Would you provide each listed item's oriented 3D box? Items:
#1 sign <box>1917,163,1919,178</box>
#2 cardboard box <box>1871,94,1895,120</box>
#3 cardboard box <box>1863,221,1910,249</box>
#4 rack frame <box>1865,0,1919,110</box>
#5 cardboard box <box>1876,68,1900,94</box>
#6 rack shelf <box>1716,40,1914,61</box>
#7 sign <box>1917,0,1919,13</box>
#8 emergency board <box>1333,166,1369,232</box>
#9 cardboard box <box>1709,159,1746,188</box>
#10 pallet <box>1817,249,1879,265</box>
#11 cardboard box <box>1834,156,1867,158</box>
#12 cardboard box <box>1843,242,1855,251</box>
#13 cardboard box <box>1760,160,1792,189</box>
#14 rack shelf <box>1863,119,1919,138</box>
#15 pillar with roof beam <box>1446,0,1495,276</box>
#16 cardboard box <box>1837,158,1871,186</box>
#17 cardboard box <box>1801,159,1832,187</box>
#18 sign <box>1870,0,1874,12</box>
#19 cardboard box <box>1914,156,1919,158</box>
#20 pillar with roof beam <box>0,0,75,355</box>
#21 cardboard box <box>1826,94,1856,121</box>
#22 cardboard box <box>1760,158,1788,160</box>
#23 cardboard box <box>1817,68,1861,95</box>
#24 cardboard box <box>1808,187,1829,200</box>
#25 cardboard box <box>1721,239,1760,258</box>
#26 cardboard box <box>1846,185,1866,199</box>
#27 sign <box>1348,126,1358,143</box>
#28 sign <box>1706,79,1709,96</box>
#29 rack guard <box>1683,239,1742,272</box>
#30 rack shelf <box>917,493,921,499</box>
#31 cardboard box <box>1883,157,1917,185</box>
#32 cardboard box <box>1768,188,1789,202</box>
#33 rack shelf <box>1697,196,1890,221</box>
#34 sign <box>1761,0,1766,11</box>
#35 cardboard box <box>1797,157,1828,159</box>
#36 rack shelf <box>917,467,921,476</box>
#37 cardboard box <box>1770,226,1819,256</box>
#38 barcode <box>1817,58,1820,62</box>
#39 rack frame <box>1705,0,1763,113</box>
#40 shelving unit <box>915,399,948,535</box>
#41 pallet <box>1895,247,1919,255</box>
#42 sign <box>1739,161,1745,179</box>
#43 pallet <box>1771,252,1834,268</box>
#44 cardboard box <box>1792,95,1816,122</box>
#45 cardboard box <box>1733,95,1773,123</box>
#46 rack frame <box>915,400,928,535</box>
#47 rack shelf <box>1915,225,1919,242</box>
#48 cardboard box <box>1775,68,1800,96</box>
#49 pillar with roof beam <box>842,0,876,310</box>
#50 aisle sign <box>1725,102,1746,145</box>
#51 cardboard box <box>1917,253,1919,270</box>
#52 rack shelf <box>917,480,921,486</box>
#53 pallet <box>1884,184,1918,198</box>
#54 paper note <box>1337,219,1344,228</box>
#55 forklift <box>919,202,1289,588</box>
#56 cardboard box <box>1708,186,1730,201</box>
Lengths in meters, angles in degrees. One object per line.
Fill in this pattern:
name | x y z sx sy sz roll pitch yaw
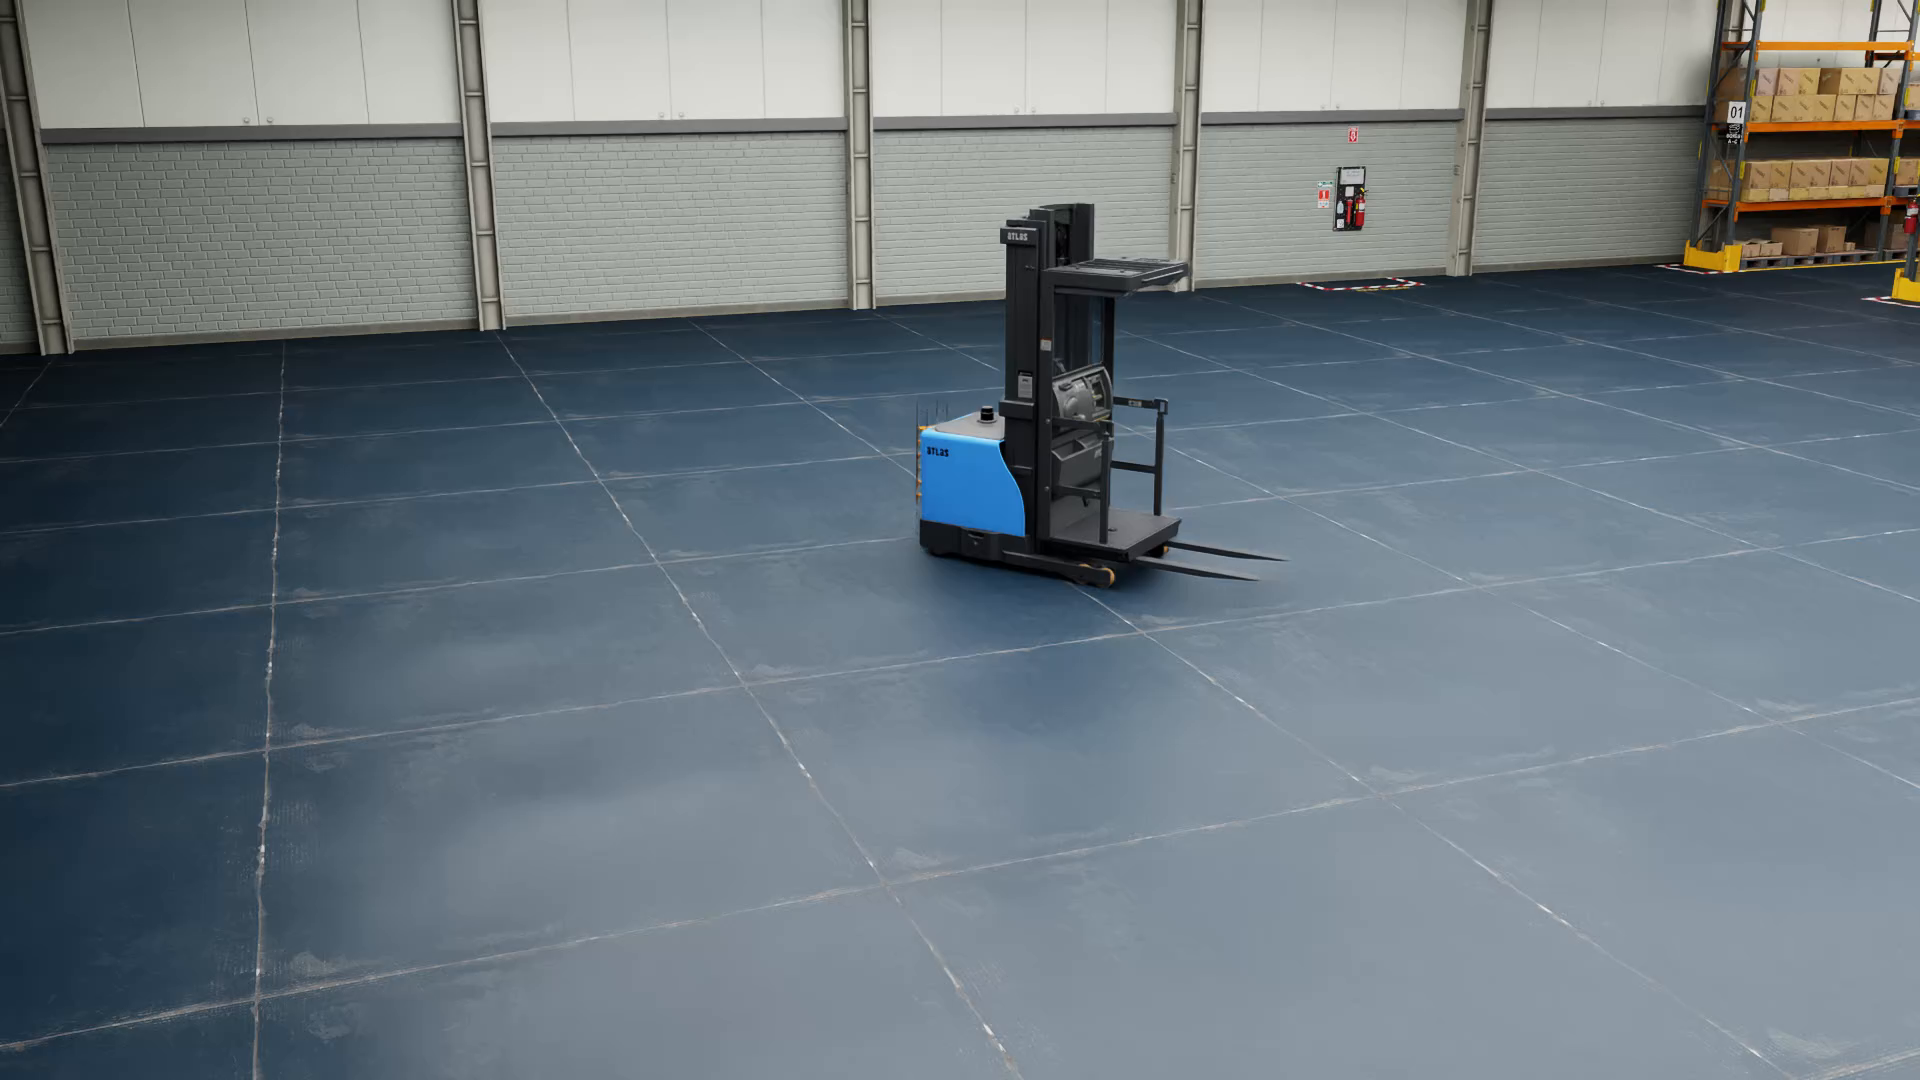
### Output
sign | 16.418 -6.343 28.401 0.005 0.325 0.100 -6 17 -20
cardboard box | 18.173 -8.617 33.081 0.500 0.500 0.500 -6 17 -19
cardboard box | 19.240 -6.327 34.475 0.500 0.500 0.700 -6 17 -18
rack frame | 18.558 -10.115 33.071 0.127 3.000 1.000 -6 17 -20
cardboard box | 18.188 -9.091 32.921 0.500 0.500 0.500 -8 18 -25
rack shelf | 16.691 -9.566 32.487 4.000 0.370 1.077 -6 17 -20
sign | 18.735 -10.456 32.436 0.005 0.325 0.100 -6 17 -20
emergency board | 7.243 -6.287 30.685 0.643 1.169 0.194 -6 17 -20
cardboard box | 15.187 -7.234 32.808 0.500 0.500 0.500 -6 18 -21
pallet | 17.944 -5.821 34.047 1.213 0.211 1.003 -6 17 -20
cardboard box | 18.045 -7.541 33.855 0.500 0.500 0.500 -7 18 -21
cardboard box | 18.070 -6.026 34.043 0.250 0.166 0.380 -9 18 -27
cardboard box | 15.842 -7.147 32.511 0.500 0.500 0.500 -6 17 -20
rack shelf | 20.426 -8.532 34.282 4.000 0.370 1.077 -6 17 -20
pillar with roof beam | 11.105 -8.272 26.796 0.400 9.000 9.100 -6 17 -20
cardboard box | 17.764 -7.353 33.213 0.500 0.500 0.500 -6 17 -20
cardboard box | 16.804 -7.252 32.871 0.500 0.500 0.500 -6 17 -18
sign | 18.354 -10.784 33.413 0.005 0.325 0.100 -6 17 -20
cardboard box | 20.174 -7.667 34.424 0.500 0.500 0.700 -4 17 -12
pillar with roof beam | -11.306 -5.852 18.557 0.400 9.000 9.100 -6 17 -20
cardboard box | 17.195 -8.504 32.696 0.500 0.500 0.500 -7 18 -22
cardboard box | 16.142 -7.335 33.154 0.500 0.500 0.500 -7 18 -22
cardboard box | 17.196 -8.978 32.535 0.500 0.500 0.500 -7 18 -22
cardboard box | 16.823 -6.893 32.977 0.500 0.250 0.500 -6 17 -20
cardboard box | 15.501 -5.800 33.017 0.500 0.311 0.500 -8 18 -26
cardboard box | 17.756 -6.998 33.337 0.500 0.250 0.500 -6 17 -20
sign | 7.200 -7.425 30.444 0.199 0.298 0.001 -6 17 -20
sign | 14.643 -8.845 32.500 0.005 0.325 0.100 -6 17 -20
rack guard | 14.894 -5.641 32.922 0.348 0.500 1.175 -6 17 -20
rack shelf | -0.258 -0.346 14.639 0.180 0.103 0.258 -6 16 -24
cardboard box | 19.046 -7.538 33.985 0.500 0.500 0.700 -6 17 -20
cardboard box | 15.872 -6.792 32.636 0.500 0.250 0.500 -7 18 -22
rack shelf | 16.691 -6.690 33.331 4.000 0.370 1.077 -6 17 -20
sign | 15.017 -10.055 31.069 0.005 0.325 0.100 -6 17 -20
cardboard box | 17.093 -7.441 33.515 0.500 0.500 0.500 -6 17 -19
rack shelf | -0.254 -0.577 14.577 0.180 0.103 0.258 -6 16 -24
cardboard box | 16.737 -6.009 33.393 0.500 0.500 0.700 -7 18 -24
barcode | 17.107 -9.560 33.134 0.075 0.075 0.001 -6 17 -20
rack frame | 14.823 -9.712 31.698 0.127 3.000 1.000 -6 17 -20
shelving unit | -0.253 -0.620 14.565 0.189 1.200 0.258 -6 16 -24
pallet | 20.426 -6.101 35.001 1.213 0.211 1.003 -6 17 -20
sign | 15.018 -7.106 31.935 0.005 0.325 0.100 -6 17 -20
pallet | 16.803 -5.697 33.625 1.213 0.211 1.003 -6 17 -20
cardboard box | 16.223 -8.396 32.329 0.500 0.500 0.500 -5 17 -18
cardboard box | 15.225 -8.298 31.995 0.500 0.500 0.500 -6 17 -19
rack frame | -0.336 -0.612 14.528 0.006 1.200 0.240 -6 16 -24
rack shelf | 18.467 -5.387 28.894 4.000 0.370 1.077 -6 17 -20
cardboard box | 15.756 -8.822 32.005 0.500 0.500 0.500 -6 18 -21
pillar with roof beam | -0.100 -7.062 22.676 0.400 9.000 9.100 -6 17 -20
aisle sign | 14.863 -7.994 31.884 0.004 0.787 0.394 -6 17 -20
cardboard box | 16.994 -4.904 28.780 0.500 0.500 0.500 -6 17 -20
rack shelf | -0.256 -0.461 14.608 0.180 0.103 0.258 -6 16 -24
pallet | 19.324 -7.183 34.076 1.213 0.211 1.003 -6 17 -20
paper note | 7.053 -5.865 30.810 0.142 0.148 0.016 -6 17 -20
forklift | 1.178 -1.190 13.449 3.031 2.935 1.130 10 19 30
cardboard box | 15.190 -6.869 32.896 0.500 0.250 0.500 -6 17 -19
